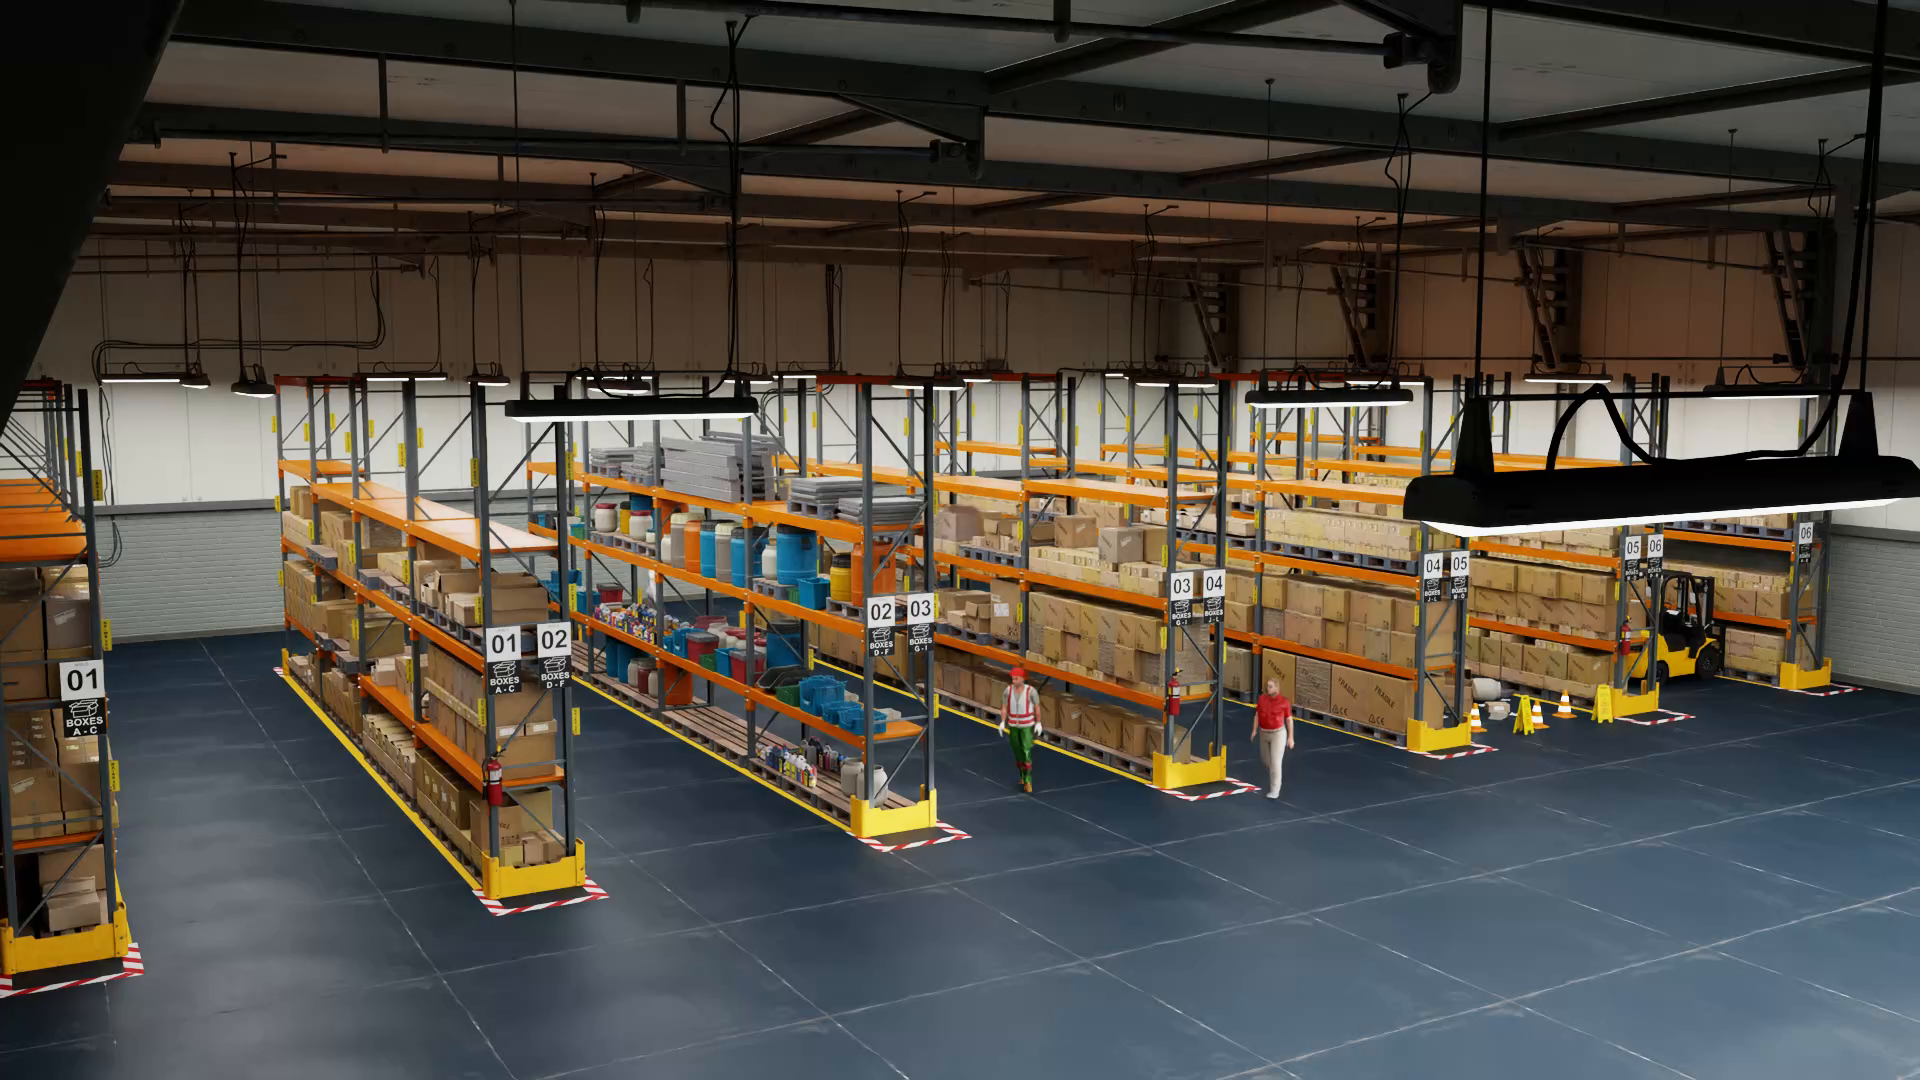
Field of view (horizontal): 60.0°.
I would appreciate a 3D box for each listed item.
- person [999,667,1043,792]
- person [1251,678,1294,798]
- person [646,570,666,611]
[{"bbox_3d":[0.876,2.767,24.476,0.623,1.777,0.775,3,7,22],"label":"person"},{"bbox_3d":[4.558,2.888,24.179,0.538,1.611,0.842,6,9,43],"label":"person"},{"bbox_3d":[-7.072,1.272,38.509,0.398,1.692,0.499,-4,7,-30],"label":"person"}]
